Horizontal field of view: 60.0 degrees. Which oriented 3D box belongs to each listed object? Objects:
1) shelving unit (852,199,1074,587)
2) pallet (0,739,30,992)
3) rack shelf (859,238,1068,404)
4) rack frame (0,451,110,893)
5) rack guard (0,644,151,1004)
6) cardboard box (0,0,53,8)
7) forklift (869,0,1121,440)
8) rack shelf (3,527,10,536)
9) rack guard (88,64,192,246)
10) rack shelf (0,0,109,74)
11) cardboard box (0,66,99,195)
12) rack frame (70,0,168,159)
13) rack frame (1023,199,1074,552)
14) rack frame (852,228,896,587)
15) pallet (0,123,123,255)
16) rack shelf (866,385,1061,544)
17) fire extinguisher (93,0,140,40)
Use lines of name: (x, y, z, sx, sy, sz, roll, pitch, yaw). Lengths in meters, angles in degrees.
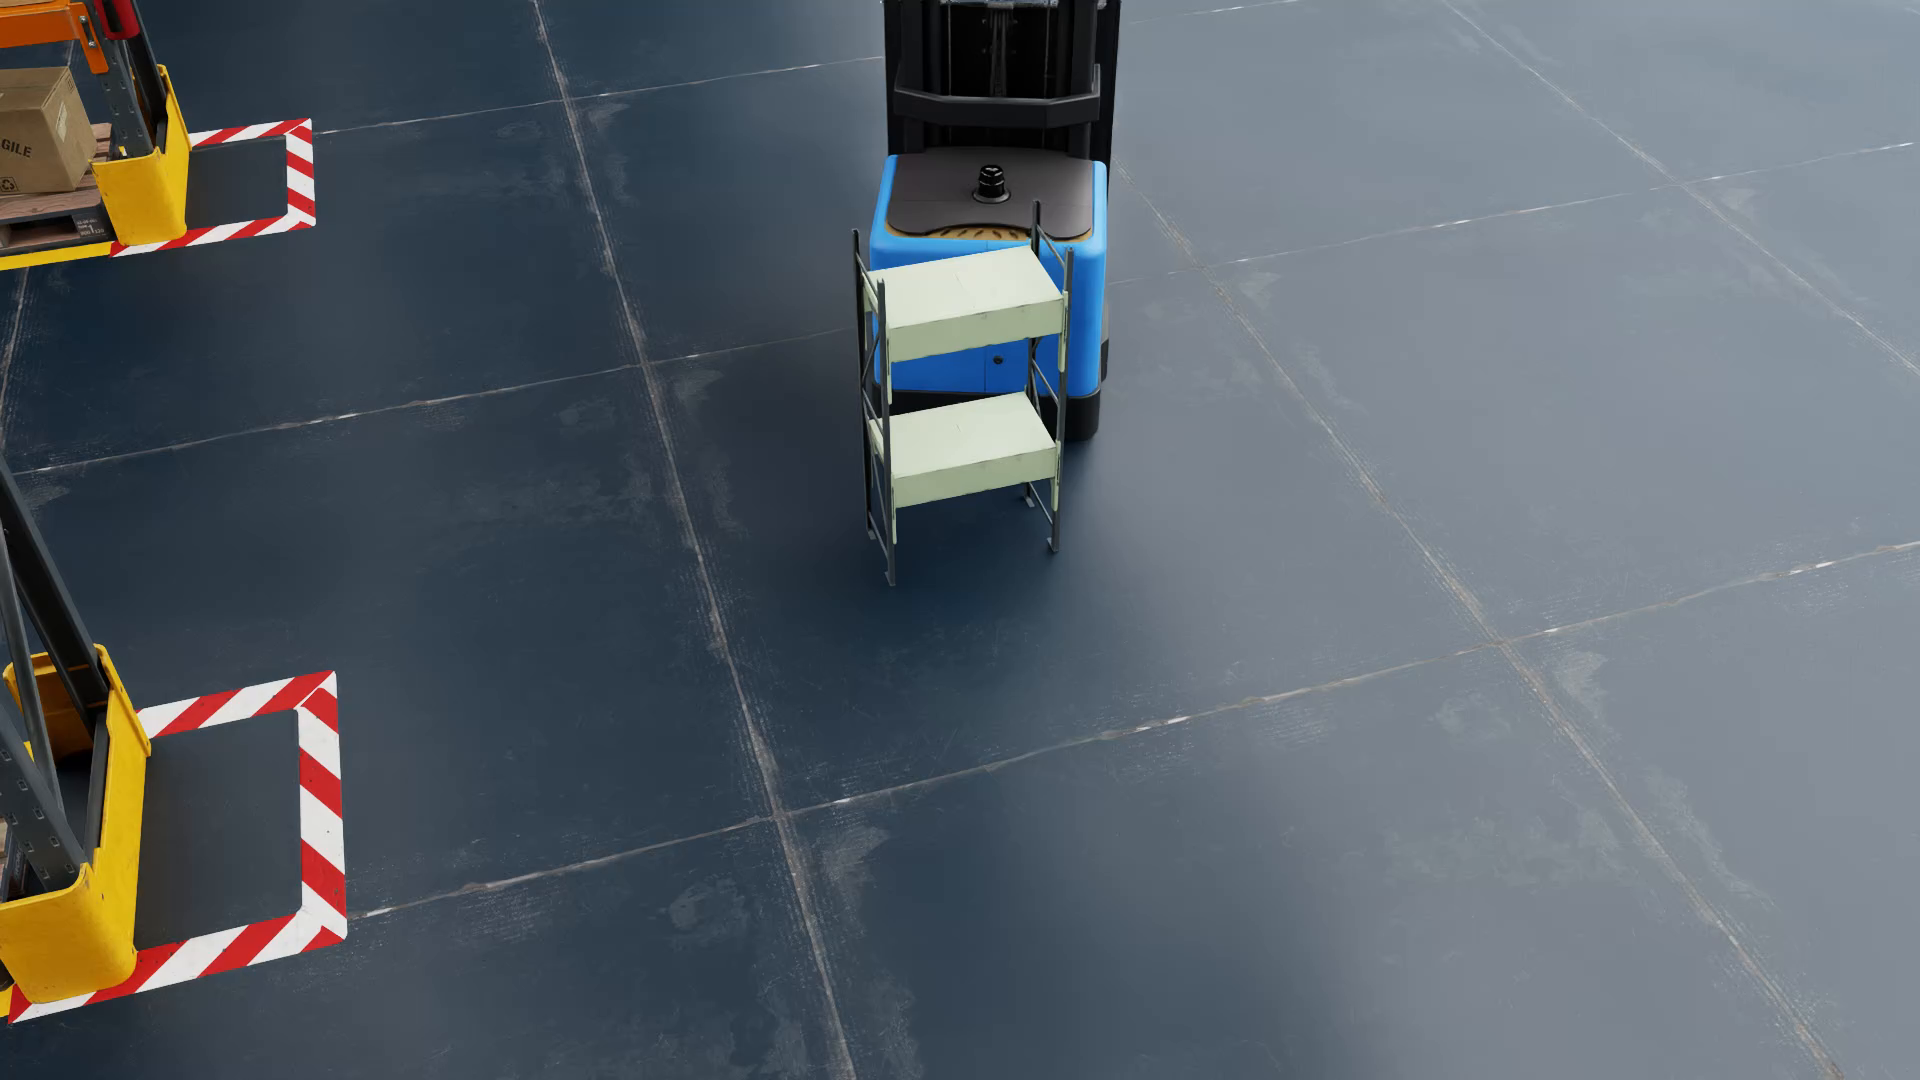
shelving unit: (0.006, -0.566, 6.758, 0.755, 1.500, 0.431, -12, 42, -13)
pallet: (-3.877, 1.222, 5.691, 1.213, 0.211, 1.003, -12, 42, -13)
rack shelf: (0.006, -0.860, 6.501, 0.720, 0.370, 0.431, -12, 42, -13)
rack frame: (-3.042, -0.030, 5.004, 0.127, 3.000, 1.000, -12, 42, -13)
rack guard: (-3.100, 0.956, 5.776, 0.348, 0.500, 1.175, -12, 42, -13)
cardboard box: (-4.739, -2.858, 8.432, 0.250, 0.149, 0.380, -12, 42, -13)
forklift: (0.209, -2.521, 7.908, 1.130, 2.935, 3.031, 2, 41, 3)
rack shelf: (-4.949, 0.636, 4.789, 4.000, 0.370, 1.077, -12, 42, -13)
rack guard: (-4.602, -2.182, 9.367, 0.348, 0.500, 1.175, -12, 42, -13)
rack shelf: (-6.437, -2.472, 8.346, 4.000, 0.370, 1.077, -12, 42, -13)
cardboard box: (-5.130, -2.242, 9.117, 0.500, 0.500, 0.500, -4, 41, -5)
rack frame: (-4.529, -3.138, 8.562, 0.127, 3.000, 1.000, -12, 42, -13)
rack frame: (0.355, -0.638, 6.841, 0.023, 1.500, 0.400, -12, 42, -13)
rack frame: (-0.343, -0.494, 6.675, 0.023, 1.500, 0.400, -12, 42, -13)
pallet: (-5.387, -1.935, 9.304, 1.213, 0.211, 1.003, -12, 42, -13)
rack shelf: (0.006, -0.321, 6.973, 0.720, 0.370, 0.431, -12, 42, -13)
fire extinguisher: (-4.282, -2.842, 8.282, 0.183, 0.674, 0.296, -12, 42, -13)
